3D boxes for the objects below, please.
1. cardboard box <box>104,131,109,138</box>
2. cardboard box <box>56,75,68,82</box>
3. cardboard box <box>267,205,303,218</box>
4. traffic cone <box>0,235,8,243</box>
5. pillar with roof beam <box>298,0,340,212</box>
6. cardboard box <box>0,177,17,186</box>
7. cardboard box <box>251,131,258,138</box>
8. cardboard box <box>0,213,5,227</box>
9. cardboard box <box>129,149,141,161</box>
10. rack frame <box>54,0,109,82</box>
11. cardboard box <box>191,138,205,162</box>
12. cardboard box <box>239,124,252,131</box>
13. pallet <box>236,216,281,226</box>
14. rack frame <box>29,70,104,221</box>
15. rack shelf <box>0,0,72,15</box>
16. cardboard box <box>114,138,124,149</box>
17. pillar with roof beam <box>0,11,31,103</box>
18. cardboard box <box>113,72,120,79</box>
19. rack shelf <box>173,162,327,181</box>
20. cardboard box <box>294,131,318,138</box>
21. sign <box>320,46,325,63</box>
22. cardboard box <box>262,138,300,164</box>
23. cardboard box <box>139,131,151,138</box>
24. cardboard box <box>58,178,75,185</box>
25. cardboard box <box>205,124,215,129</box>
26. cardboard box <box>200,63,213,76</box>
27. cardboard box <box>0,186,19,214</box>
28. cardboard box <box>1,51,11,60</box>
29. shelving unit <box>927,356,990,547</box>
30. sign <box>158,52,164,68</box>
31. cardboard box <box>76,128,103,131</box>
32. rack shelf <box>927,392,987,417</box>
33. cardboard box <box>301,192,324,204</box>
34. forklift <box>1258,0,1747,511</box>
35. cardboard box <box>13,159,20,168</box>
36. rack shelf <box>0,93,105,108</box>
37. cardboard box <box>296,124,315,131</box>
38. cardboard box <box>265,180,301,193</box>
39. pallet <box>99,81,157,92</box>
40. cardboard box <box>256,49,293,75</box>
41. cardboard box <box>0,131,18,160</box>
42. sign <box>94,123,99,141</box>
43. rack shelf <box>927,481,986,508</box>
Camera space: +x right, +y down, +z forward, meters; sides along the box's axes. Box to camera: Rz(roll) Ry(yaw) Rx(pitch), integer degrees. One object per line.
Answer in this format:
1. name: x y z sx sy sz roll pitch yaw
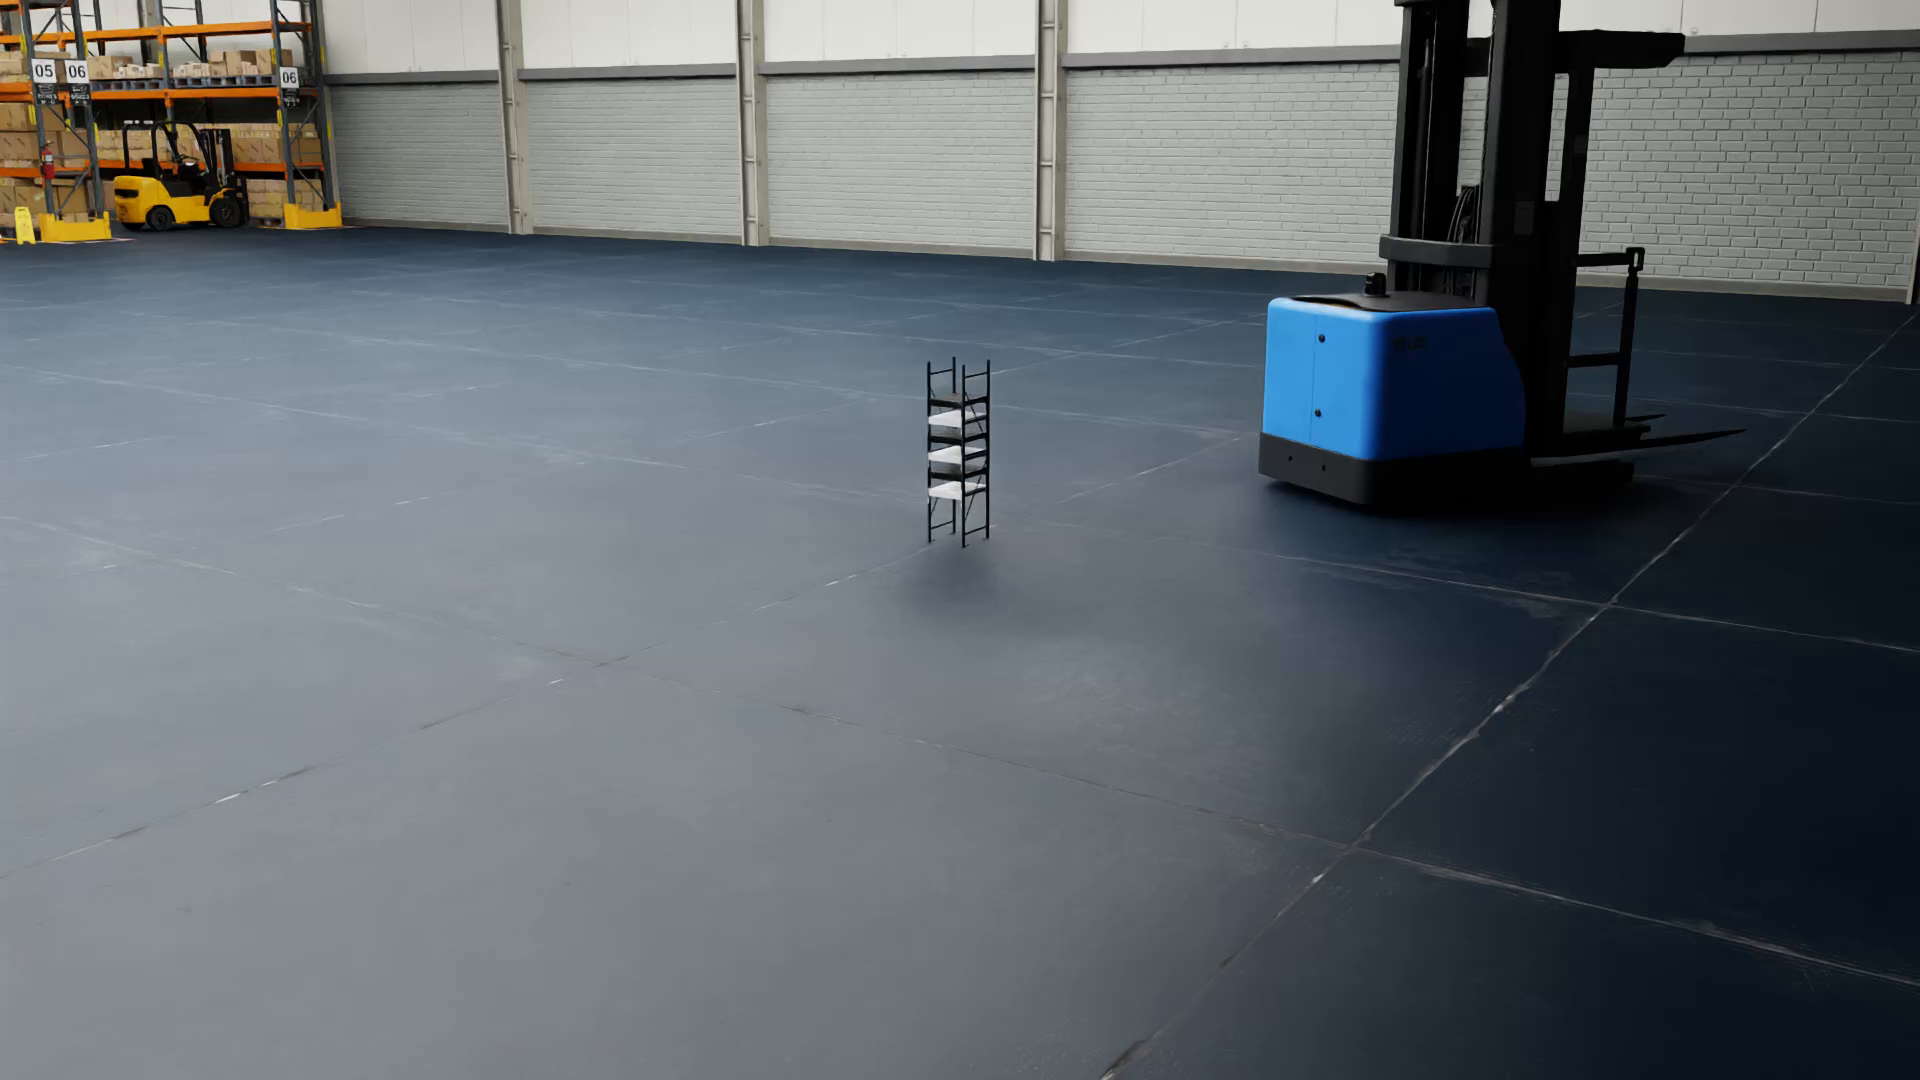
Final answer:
1. cardboard box: -19.114 -9.188 37.641 0.250 0.149 0.380 9 17 33
2. cardboard box: -16.336 -8.432 30.423 0.250 0.149 0.380 9 17 33
3. cardboard box: -14.041 -6.848 34.592 0.500 0.250 0.500 9 17 33
4. traffic cone: -17.319 -5.558 29.811 0.334 0.463 0.336 9 17 33
5. pillar with roof beam: -15.953 -10.306 31.227 0.400 9.000 9.100 9 17 33
6. cardboard box: -17.819 -6.698 31.076 0.250 0.149 0.380 10 17 35
7. cardboard box: -14.528 -8.444 34.632 0.250 0.149 0.380 9 17 32
8. cardboard box: -17.926 -6.053 31.379 0.500 0.250 0.500 8 16 31
9. cardboard box: -18.174 -8.597 37.121 0.500 0.250 0.500 9 17 33
10. rack frame: -20.113 -11.964 37.925 0.127 3.000 1.000 9 17 33
11. cardboard box: -16.130 -8.386 35.748 0.500 0.500 0.500 10 17 34
12. cardboard box: -14.787 -8.610 34.686 0.250 0.149 0.380 10 17 34
13. pallet: -15.141 -6.883 35.689 1.213 0.211 1.003 9 17 33
14. rack frame: -16.242 -6.989 30.312 0.127 3.000 1.000 9 17 33
15. rack shelf: -17.902 -9.818 30.761 4.000 0.370 1.077 9 17 33
16. cardboard box: -18.605 -8.909 37.340 0.500 0.250 0.500 9 17 34
17. pillar with roof beam: -25.910 -11.915 37.728 0.400 9.000 9.100 9 17 33
18. cardboard box: -18.516 -10.292 36.855 0.250 0.149 0.380 9 16 32
19. rack shelf: -15.135 -7.898 35.482 4.000 0.370 1.077 9 17 33
20. cardboard box: -13.612 -8.439 34.615 0.250 0.149 0.380 9 16 31
21. sign: -13.161 -10.007 34.281 0.005 0.325 0.100 9 17 33
22. cardboard box: -14.030 -8.041 34.355 0.500 0.500 0.500 9 16 32
23. cardboard box: -17.892 -8.963 36.731 0.250 0.149 0.380 9 16 31
24. cardboard box: -20.908 -8.403 39.004 0.250 0.149 0.380 8 16 30
25. cardboard box: -15.825 -8.787 35.401 0.250 0.149 0.380 9 16 32
26. cardboard box: -15.732 -9.899 35.024 0.258 0.266 0.396 9 16 31
27. cardboard box: -17.488 -6.346 31.006 0.500 0.500 0.500 10 17 35
28. cardboard box: -17.102 -8.769 30.125 0.250 0.149 0.380 9 16 32
29. shelving unit: -0.007 -0.438 8.219 0.210 0.900 0.258 9 17 33
30. sign: -17.089 -10.265 35.576 0.005 0.325 0.100 9 17 33
31. cardboard box: -20.453 -9.404 38.988 0.500 0.500 0.500 10 17 35
32. rack shelf: -0.007 -0.668 8.163 0.200 0.077 0.258 9 17 33
33. cardboard box: -13.749 -7.195 34.954 0.500 0.250 0.500 10 17 34
34. forklift: 3.280 -1.797 9.481 3.031 2.935 1.130 -7 15 -25
35. cardboard box: -17.145 -6.925 30.576 0.250 0.149 0.380 9 16 32
36. rack shelf: -21.773 -10.427 39.456 4.000 0.370 1.077 9 17 33
37. cardboard box: -13.635 -8.574 34.540 0.250 0.149 0.380 9 16 32
38. cardboard box: -14.031 -7.333 34.470 0.500 0.250 0.500 10 17 35
39. pallet: -18.571 -10.193 37.409 1.213 0.211 1.003 10 17 35
40. cardboard box: -13.979 -9.746 33.921 0.500 0.500 0.500 10 17 35
41. cardboard box: -17.259 -7.267 30.611 0.500 0.500 0.500 9 17 33
42. sign: -15.940 -7.517 30.645 0.005 0.325 0.100 9 17 33
43. rack shelf: -0.007 -0.231 8.271 0.200 0.077 0.258 9 17 33
